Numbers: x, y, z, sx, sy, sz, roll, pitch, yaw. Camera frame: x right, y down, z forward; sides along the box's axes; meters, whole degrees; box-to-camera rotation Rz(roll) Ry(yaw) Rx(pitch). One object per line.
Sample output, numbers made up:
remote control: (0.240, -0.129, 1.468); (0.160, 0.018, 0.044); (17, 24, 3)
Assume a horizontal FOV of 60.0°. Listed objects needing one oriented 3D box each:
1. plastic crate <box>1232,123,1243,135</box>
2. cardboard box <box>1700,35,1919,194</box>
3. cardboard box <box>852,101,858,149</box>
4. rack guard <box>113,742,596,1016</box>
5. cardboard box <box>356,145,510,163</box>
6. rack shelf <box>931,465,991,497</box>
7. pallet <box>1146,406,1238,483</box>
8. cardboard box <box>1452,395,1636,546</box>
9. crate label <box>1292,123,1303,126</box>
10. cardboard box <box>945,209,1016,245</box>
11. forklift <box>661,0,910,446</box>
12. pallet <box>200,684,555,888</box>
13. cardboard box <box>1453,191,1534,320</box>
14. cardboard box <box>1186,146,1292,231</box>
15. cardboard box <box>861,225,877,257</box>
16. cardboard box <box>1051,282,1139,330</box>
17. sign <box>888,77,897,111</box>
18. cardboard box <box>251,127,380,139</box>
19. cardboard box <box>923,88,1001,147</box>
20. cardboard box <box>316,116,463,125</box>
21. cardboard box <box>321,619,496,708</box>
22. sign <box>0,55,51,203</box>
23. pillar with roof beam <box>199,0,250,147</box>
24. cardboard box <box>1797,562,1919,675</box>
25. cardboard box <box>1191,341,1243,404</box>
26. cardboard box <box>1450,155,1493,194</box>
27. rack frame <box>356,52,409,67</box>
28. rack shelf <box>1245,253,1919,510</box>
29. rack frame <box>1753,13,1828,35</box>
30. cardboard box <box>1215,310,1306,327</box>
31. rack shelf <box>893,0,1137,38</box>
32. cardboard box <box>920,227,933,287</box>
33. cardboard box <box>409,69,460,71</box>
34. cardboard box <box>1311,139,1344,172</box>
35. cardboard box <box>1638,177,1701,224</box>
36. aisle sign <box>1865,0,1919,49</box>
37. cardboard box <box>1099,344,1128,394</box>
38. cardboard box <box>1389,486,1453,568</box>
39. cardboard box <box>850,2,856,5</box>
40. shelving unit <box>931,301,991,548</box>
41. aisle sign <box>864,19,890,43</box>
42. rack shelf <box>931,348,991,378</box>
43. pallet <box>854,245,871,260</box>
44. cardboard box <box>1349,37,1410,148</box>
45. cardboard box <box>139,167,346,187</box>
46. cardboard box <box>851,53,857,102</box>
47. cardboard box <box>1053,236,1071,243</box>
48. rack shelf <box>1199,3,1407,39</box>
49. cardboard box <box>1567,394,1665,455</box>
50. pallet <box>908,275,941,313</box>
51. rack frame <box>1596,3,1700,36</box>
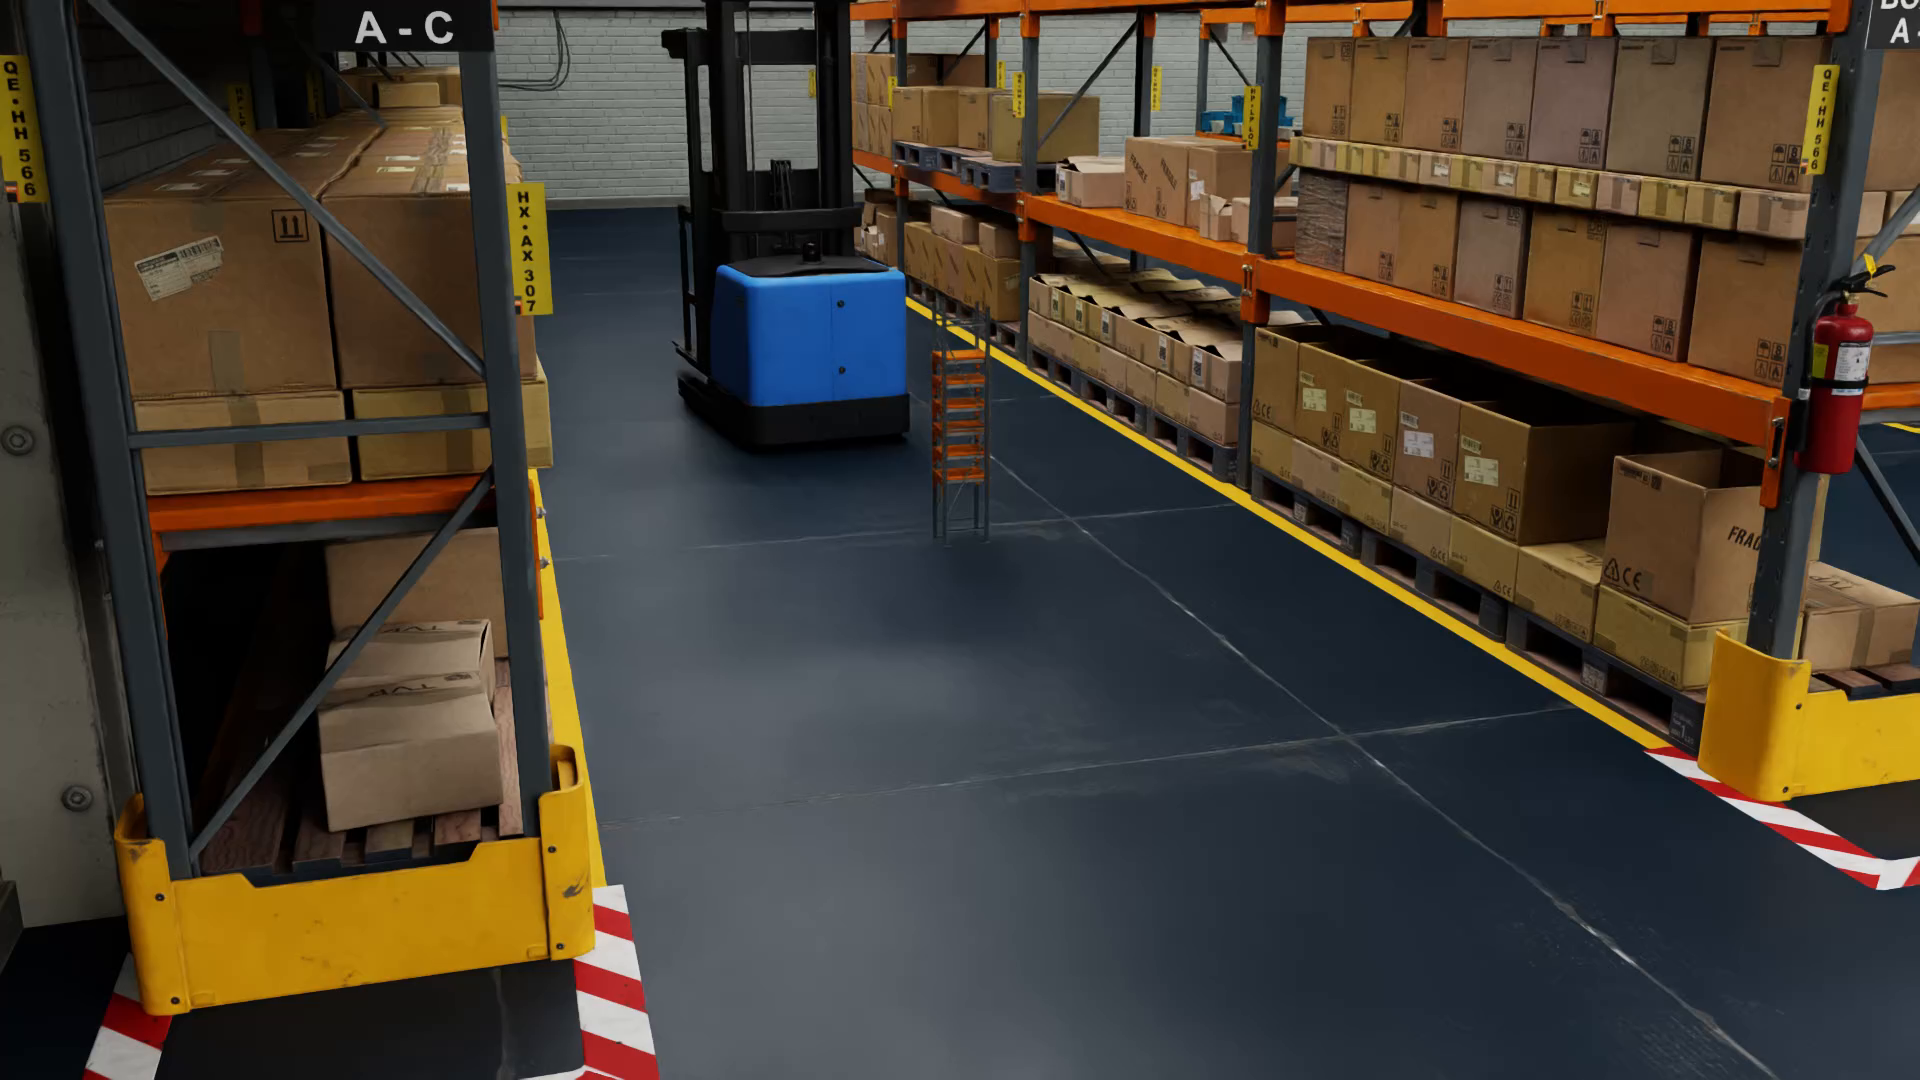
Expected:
plastic crate: (3.477, -5.000, 20.238); (0.250, 0.136, 0.298); (-5, 17, -15)
cardboard box: (3.034, -1.472, 5.711); (0.700, 0.500, 0.500); (-5, 17, -15)
cardboard box: (-0.946, -4.569, 18.274); (0.500, 0.500, 0.500); (-4, 17, -15)
rack guard: (-1.618, 0.910, 4.552); (1.175, 0.500, 0.348); (-5, 17, -15)
cardboard box: (-1.855, -1.141, 5.960); (0.500, 0.500, 0.500); (-4, 17, -14)
rack shelf: (0.004, -0.298, 8.348); (0.258, 0.103, 0.180); (-5, 17, -15)
pallet: (1.825, -0.630, 10.183); (1.003, 0.211, 1.213); (-5, 17, -15)
cardboard box: (2.442, -0.302, 6.990); (0.500, 0.500, 0.500); (-5, 17, -15)
crate label: (4.095, -5.010, 20.269); (0.396, 0.136, 0.243); (-5, 17, -15)
cardboard box: (0.179, -2.782, 14.777); (0.500, 0.250, 0.500); (-5, 17, -16)
forklift: (-1.336, -2.363, 11.222); (1.130, 2.935, 3.031); (-7, 18, -21)
pallet: (-1.808, 0.821, 5.351); (1.003, 0.211, 1.213); (-5, 17, -15)
cardboard box: (2.620, -1.265, 7.274); (0.700, 0.500, 0.500); (-4, 17, -14)
cardboard box: (1.725, -2.172, 10.296); (0.500, 0.500, 0.500); (-3, 17, -11)
cardboard box: (-0.769, -3.243, 17.945); (0.500, 0.311, 0.500); (-5, 17, -15)
cardboard box: (0.980, -1.711, 12.010); (0.500, 0.311, 0.500); (-5, 17, -17)
sign: (-0.653, -4.347, 16.206); (0.100, 0.325, 0.005); (-5, 17, -15)
cardboard box: (-2.768, -1.523, 7.229); (0.500, 0.500, 0.500); (-5, 17, -17)
cardboard box: (0.032, -3.893, 15.294); (0.700, 0.500, 0.500); (-2, 17, -6)
cardboard box: (-3.161, -2.109, 9.321); (0.700, 0.500, 0.500); (-2, 17, -8)
cardboard box: (-1.858, 0.455, 5.632); (0.500, 0.311, 0.500); (-3, 17, -11)
sign: (-2.137, -0.933, 3.783); (0.100, 0.325, 0.005); (-5, 17, -15)
pillar with roof beam: (-0.131, -5.264, 10.335); (9.100, 9.000, 0.400); (-5, 17, -15)
cardboard box: (3.231, 0.291, 6.318); (0.500, 0.250, 0.500); (-5, 17, -15)
cardboard box: (1.678, -1.007, 9.666); (0.500, 0.311, 0.500); (-5, 17, -15)
cardboard box: (2.382, -1.606, 7.282); (0.380, 0.149, 0.250); (-5, 17, -16)
rack frame: (-4.895, -3.585, 15.173); (1.000, 3.000, 0.127); (-5, 17, -15)
rack shelf: (2.615, -0.867, 7.375); (1.077, 0.370, 4.000); (-5, 17, -15)
rack frame: (9.393, -4.760, 19.084); (1.000, 3.000, 0.127); (-5, 17, -15)
cardboard box: (1.915, -1.334, 10.753); (0.500, 0.311, 0.500); (-5, 18, -17)
rack shelf: (0.416, -4.517, 14.311); (1.077, 0.370, 4.000); (-5, 17, -15)
cardboard box: (-0.077, -2.692, 15.779); (0.500, 0.500, 0.500); (-4, 17, -14)
cardboard box: (-4.109, -3.611, 13.230); (0.500, 0.250, 0.500); (-5, 17, -16)
cardboard box: (2.022, -1.964, 8.476); (0.380, 0.149, 0.250); (-4, 17, -14)
cardboard box: (2.733, -1.251, 6.100); (0.380, 0.149, 0.250); (-5, 17, -16)
aisle sign: (2.900, -1.862, 4.918); (0.394, 0.787, 0.004); (-5, 17, -15)
cardboard box: (1.256, -1.163, 11.160); (0.500, 0.250, 0.500); (-4, 17, -14)
cardboard box: (2.309, -0.082, 7.559); (0.500, 0.250, 0.500); (-5, 17, -15)
cardboard box: (-0.928, -5.871, 17.831); (0.500, 0.250, 0.500); (-5, 17, -15)
shelving unit: (0.004, -0.571, 8.266); (0.258, 1.200, 0.189); (-5, 17, -15)
aisle sign: (-0.957, -6.372, 19.933); (0.394, 0.787, 0.004); (-5, 17, -15)
rack shelf: (0.004, -0.873, 8.175); (0.258, 0.103, 0.180); (-5, 17, -15)
pallet: (-0.660, -3.170, 18.640); (1.003, 0.211, 1.213); (-5, 17, -15)
cardboard box: (2.333, -2.172, 8.041); (0.700, 0.500, 0.500); (-5, 17, -15)
cardboard box: (-2.060, -0.816, 4.878); (0.500, 0.500, 0.500); (-4, 17, -15)
cardboard box: (-0.940, -5.044, 18.119); (0.500, 0.500, 0.500); (-5, 17, -16)
cardboard box: (0.685, -2.461, 15.011); (0.500, 0.500, 0.500); (-5, 18, -17)
rack shelf: (4.081, -6.014, 19.294); (1.077, 0.370, 4.000); (-5, 17, -15)
cardboard box: (2.942, -0.343, 7.127); (0.500, 0.500, 0.500); (-5, 17, -15)
pallet: (0.127, -2.420, 16.142); (1.003, 0.211, 1.213); (-5, 17, -15)
rack frame: (5.730, -3.262, 14.097); (1.000, 3.000, 0.127); (-5, 17, -15)
